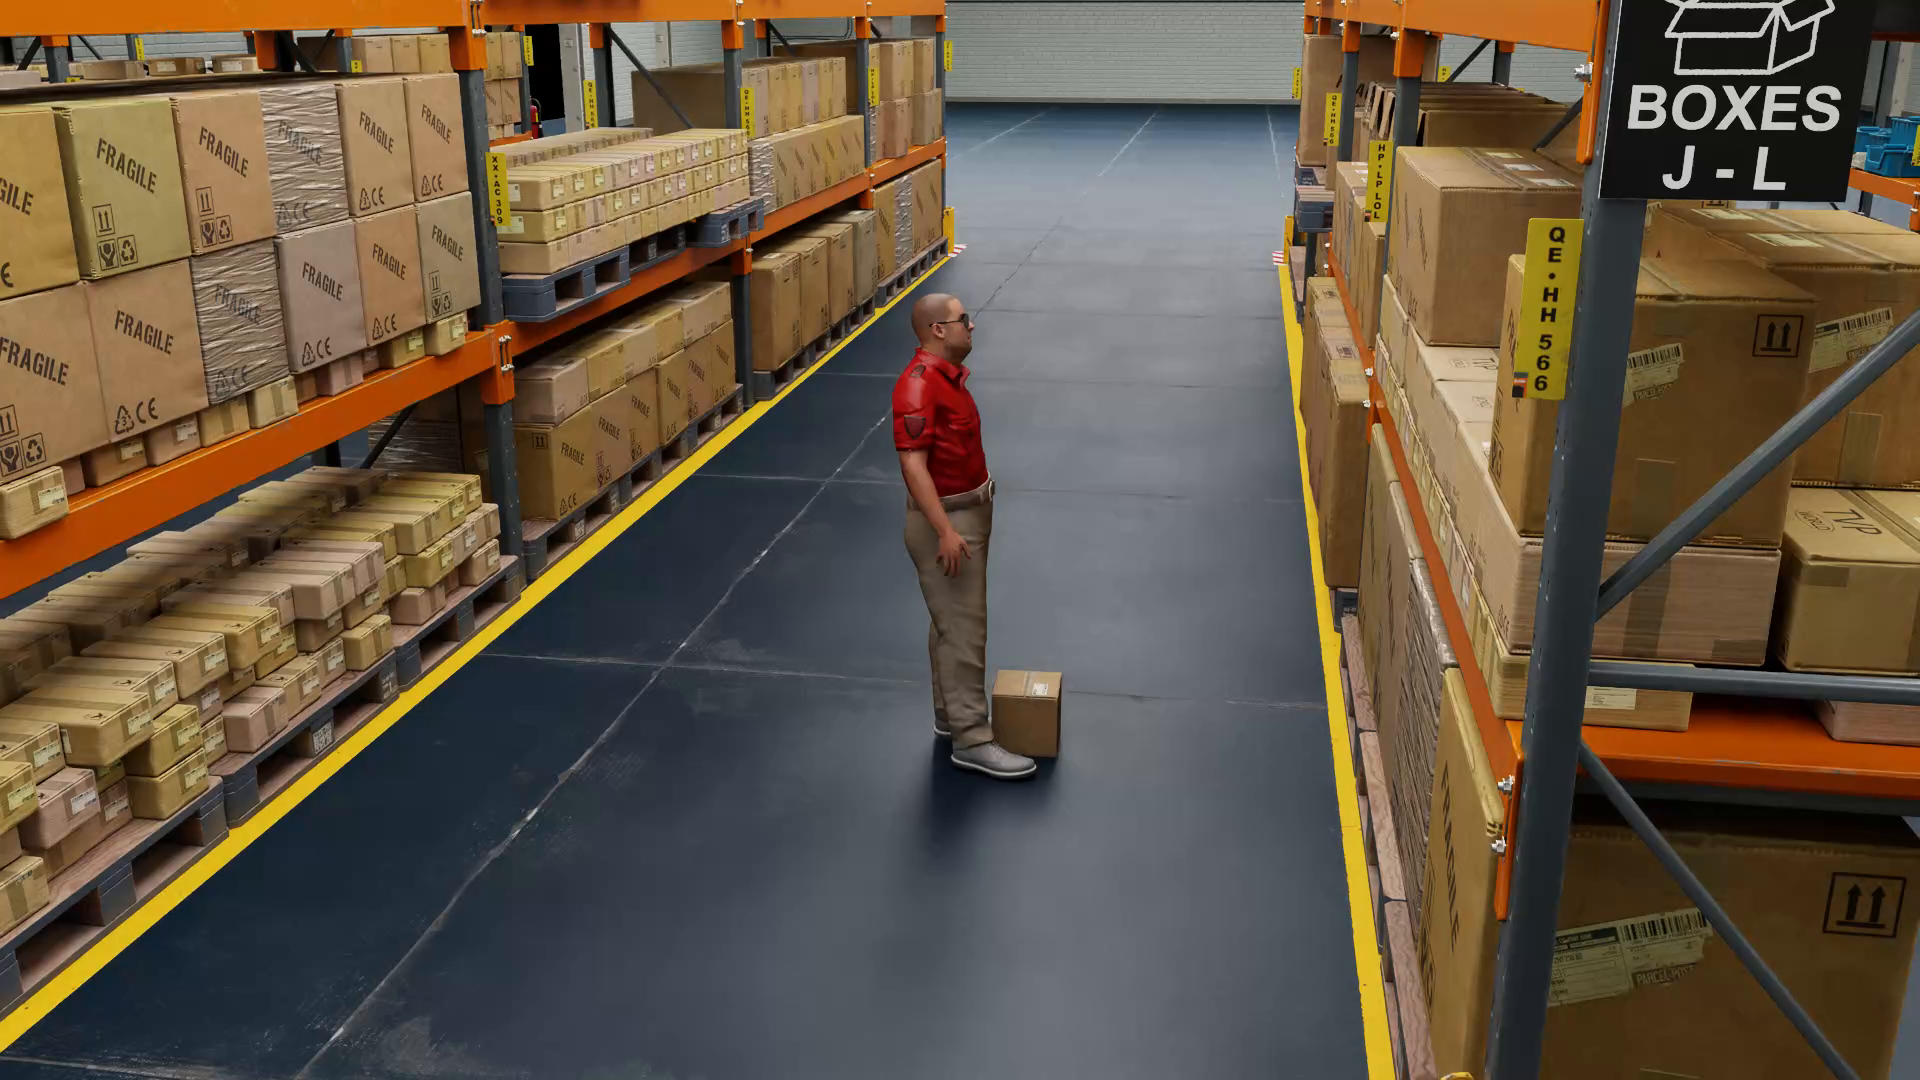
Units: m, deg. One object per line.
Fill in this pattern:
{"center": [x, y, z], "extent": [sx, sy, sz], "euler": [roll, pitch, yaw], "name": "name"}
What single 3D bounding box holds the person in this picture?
{"center": [0.052, -0.043, 6.183], "extent": [0.550, 1.728, 0.640], "euler": [3, 18, 9], "name": "person"}
